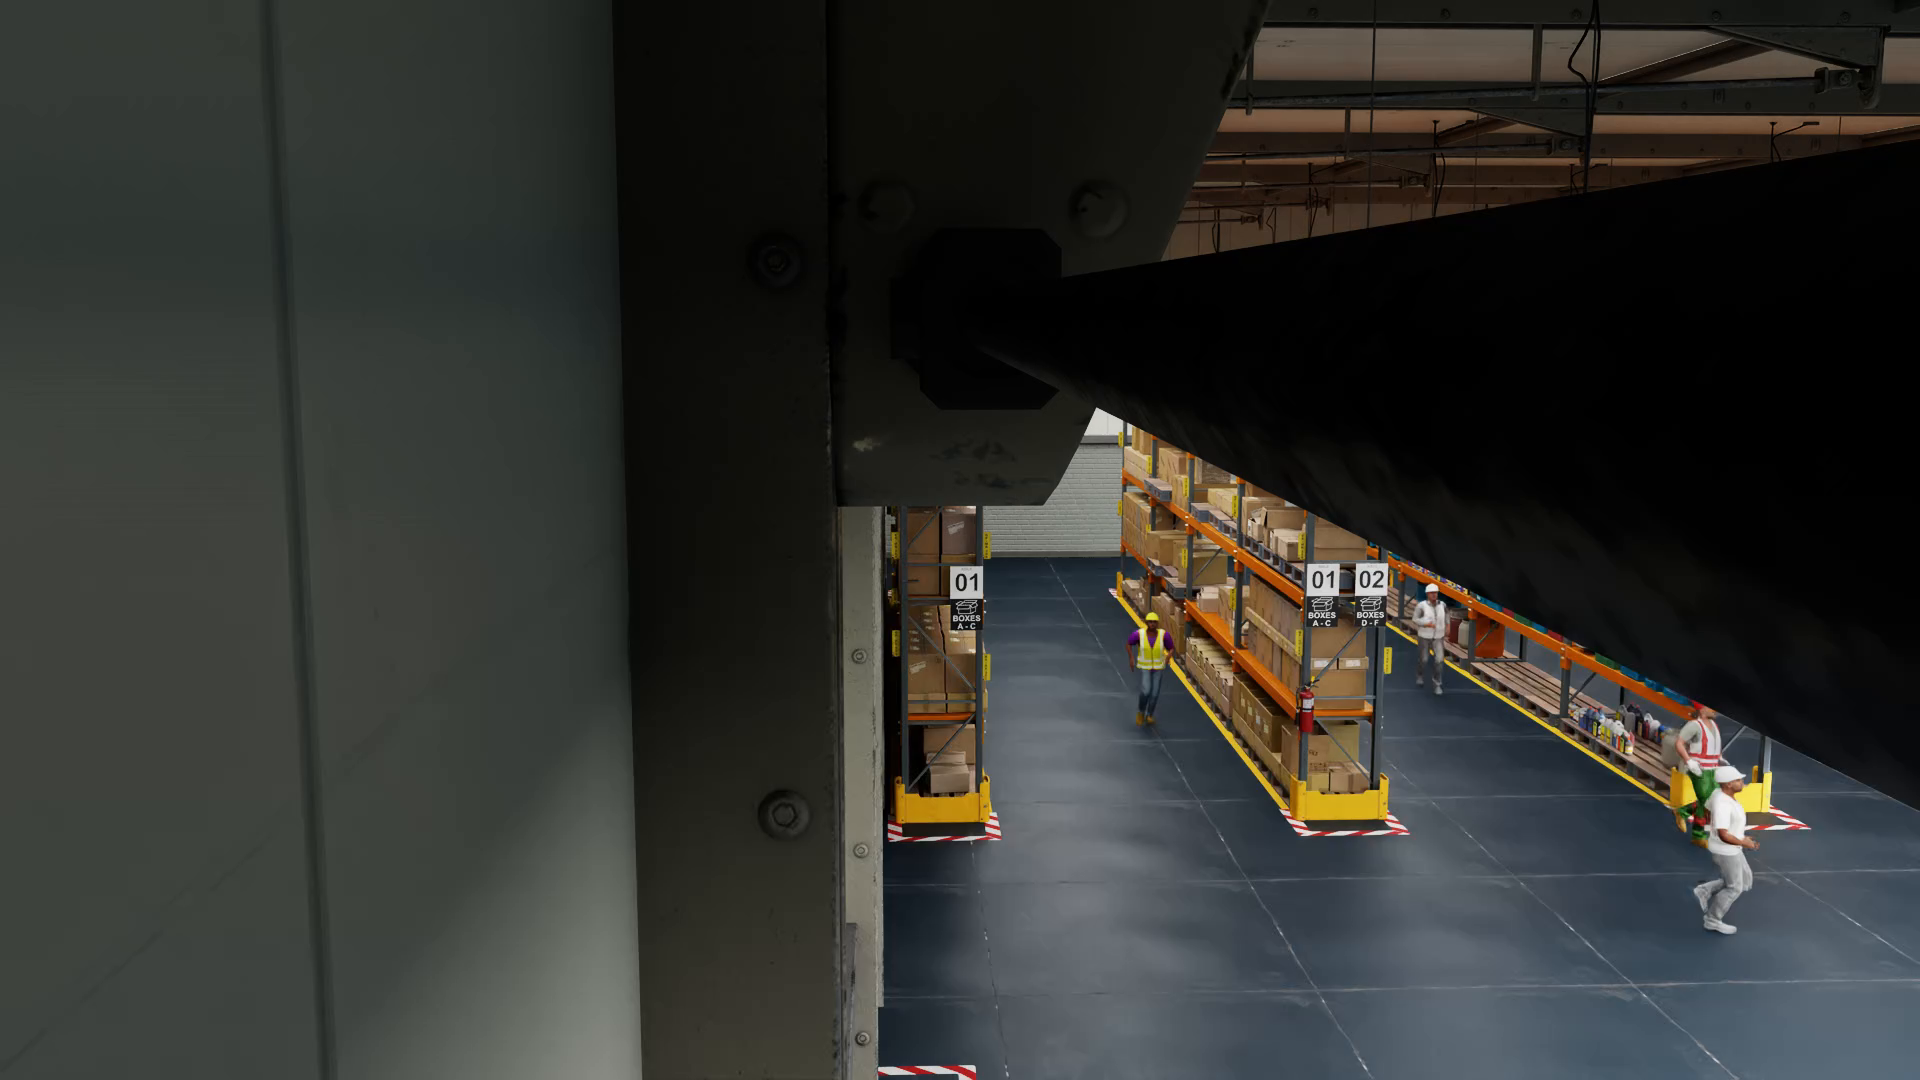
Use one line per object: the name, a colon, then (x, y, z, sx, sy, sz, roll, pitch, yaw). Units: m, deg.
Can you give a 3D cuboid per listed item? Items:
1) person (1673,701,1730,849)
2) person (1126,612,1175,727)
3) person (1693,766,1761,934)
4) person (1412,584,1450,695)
person: (8.799, 2.728, 19.675, 0.702, 1.749, 0.553, -5, 9, -31)
person: (2.889, 1.952, 25.061, 0.697, 1.753, 0.672, -1, 8, -4)
person: (7.774, 3.129, 16.844, 0.582, 1.723, 0.700, 3, 9, 23)
person: (7.757, 1.629, 27.389, 0.673, 1.855, 0.760, 0, 8, -2)
